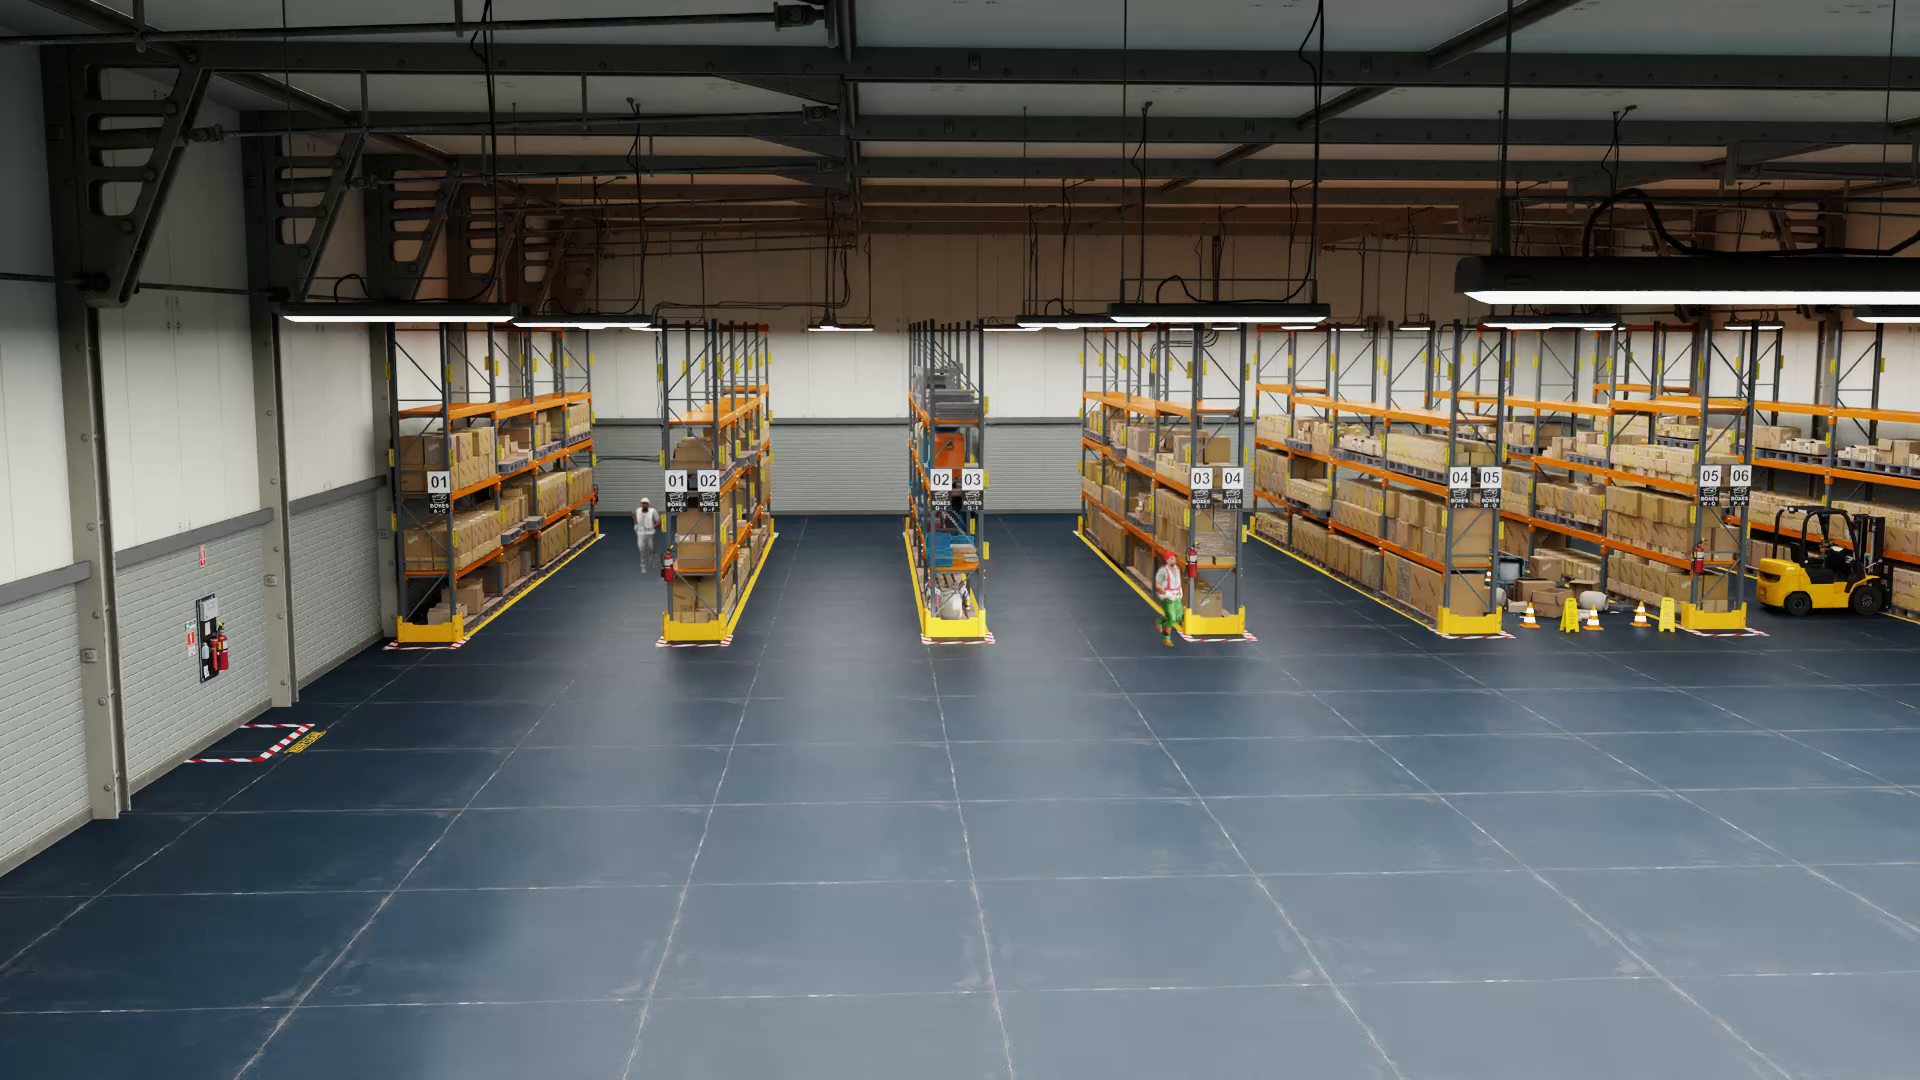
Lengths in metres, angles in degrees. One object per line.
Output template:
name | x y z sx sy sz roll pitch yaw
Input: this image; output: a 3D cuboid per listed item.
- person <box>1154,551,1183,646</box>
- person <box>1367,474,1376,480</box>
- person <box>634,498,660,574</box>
person | 3.861 1.068 30.813 0.687 1.754 0.666 -6 9 -39
person | 12.317 -1.205 49.533 0.693 1.653 0.606 -2 7 -13
person | -7.603 -0.133 40.421 0.649 1.791 1.156 -1 7 -7
